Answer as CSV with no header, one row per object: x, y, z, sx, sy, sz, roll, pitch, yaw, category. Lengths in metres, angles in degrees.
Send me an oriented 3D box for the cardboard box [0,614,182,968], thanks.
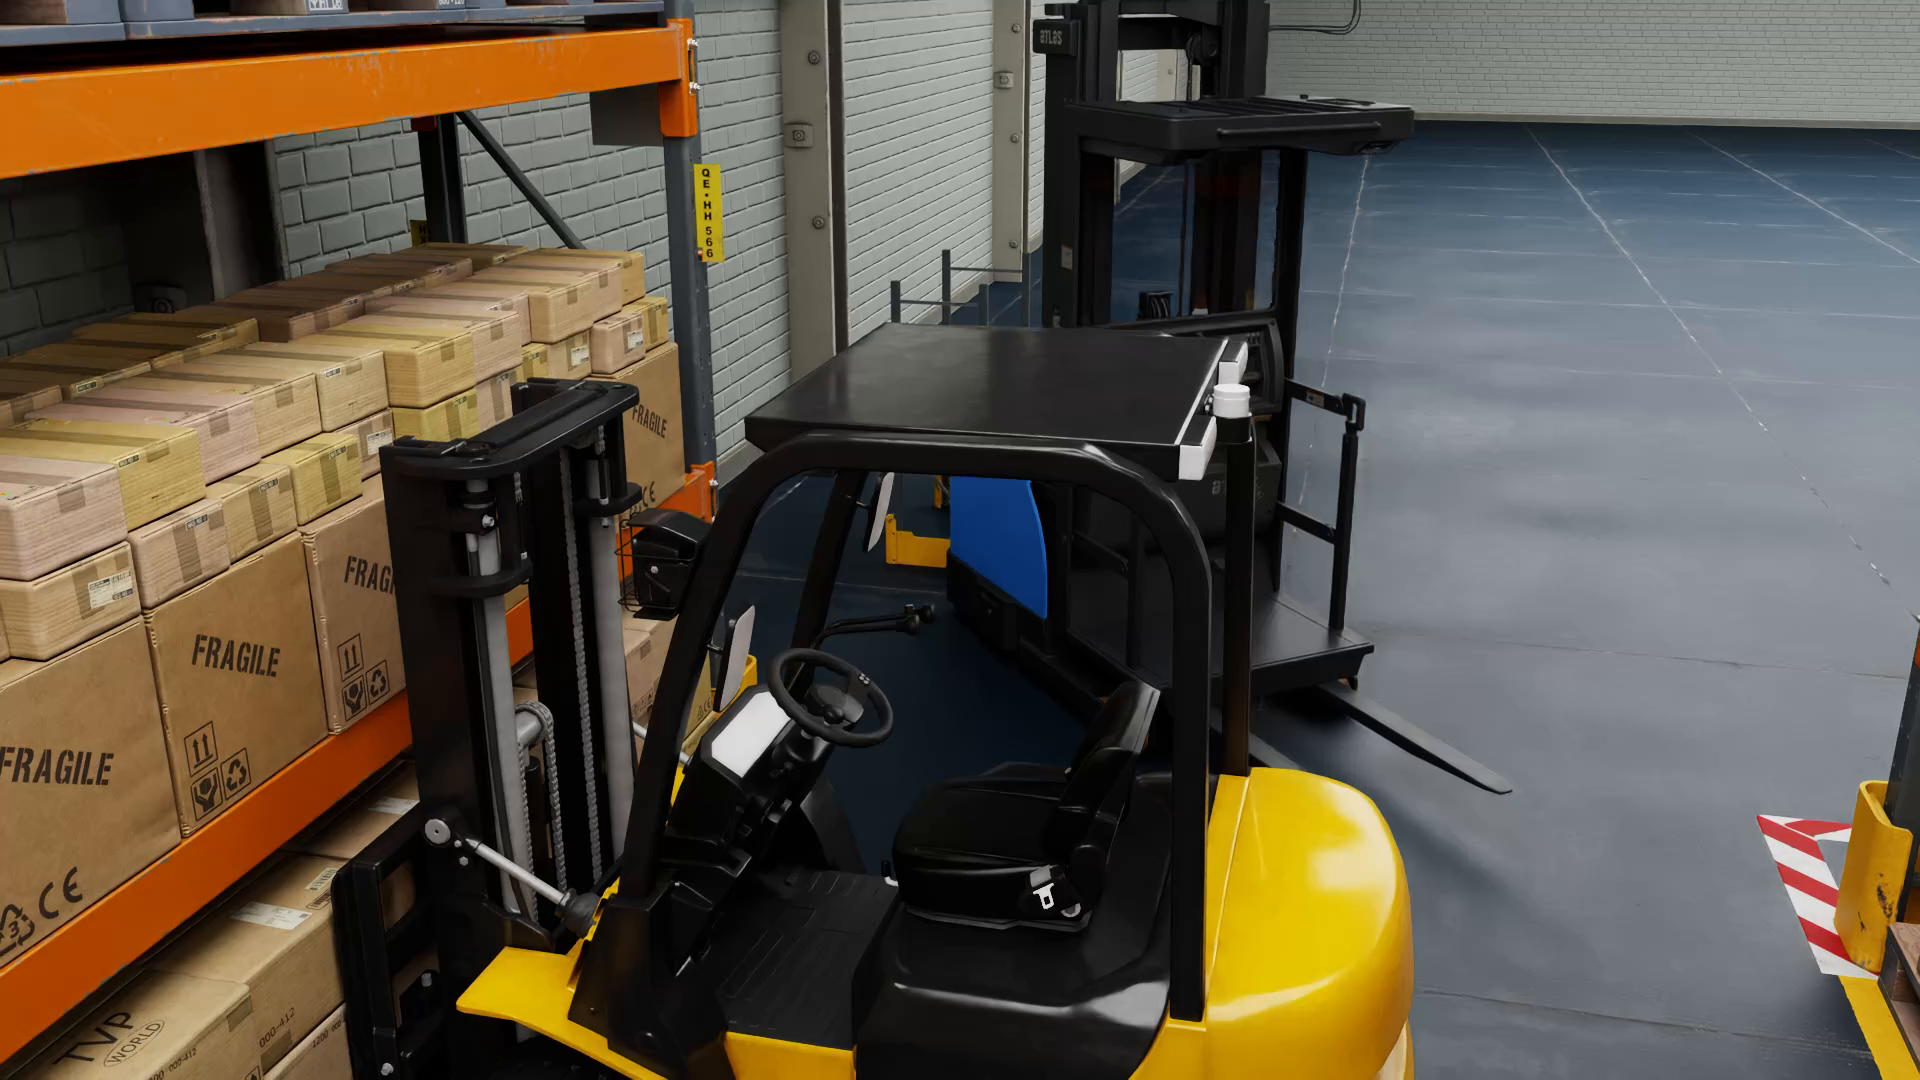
-1.878,0.434,3.121,0.500,0.500,0.500,5,19,14,cardboard box

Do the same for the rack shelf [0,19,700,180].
-1.862,-0.941,3.775,1.077,0.370,4.000,5,19,13,rack shelf

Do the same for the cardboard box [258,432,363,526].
-1.620,-0.152,3.834,0.380,0.149,0.250,4,19,12,cardboard box

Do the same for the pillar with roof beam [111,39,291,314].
1.757,-2.841,3.584,9.100,9.000,0.400,5,19,13,pillar with roof beam

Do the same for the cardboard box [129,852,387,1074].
-1.683,0.951,3.821,0.500,0.250,0.500,5,20,15,cardboard box

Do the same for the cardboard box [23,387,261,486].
-1.747,-0.217,3.564,0.380,0.149,0.250,5,19,13,cardboard box

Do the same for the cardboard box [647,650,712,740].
-1.189,0.554,5.756,0.500,0.250,0.500,4,19,13,cardboard box

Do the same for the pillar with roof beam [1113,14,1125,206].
6.155,-8.483,20.101,9.100,9.000,0.400,5,19,13,pillar with roof beam

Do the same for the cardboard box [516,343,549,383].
-1.414,-0.477,4.785,0.380,0.149,0.250,5,19,13,cardboard box

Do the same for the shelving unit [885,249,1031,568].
0.019,-0.734,9.015,0.587,1.500,1.083,5,19,13,shelving unit

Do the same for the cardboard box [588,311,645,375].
-1.220,-0.630,5.234,0.380,0.149,0.250,5,19,14,cardboard box

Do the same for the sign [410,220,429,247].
-1.910,-0.982,5.960,0.100,0.325,0.005,5,19,13,sign

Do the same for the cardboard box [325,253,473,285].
-1.788,-0.817,5.322,0.380,0.149,0.250,5,20,15,cardboard box

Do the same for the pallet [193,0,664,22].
-1.571,-1.647,4.866,1.003,0.211,1.213,5,19,13,pallet

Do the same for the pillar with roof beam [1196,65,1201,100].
9.087,-12.244,31.113,9.100,9.000,0.400,5,19,13,pillar with roof beam

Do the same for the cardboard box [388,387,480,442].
-1.476,-0.309,4.292,0.380,0.149,0.250,5,19,14,cardboard box

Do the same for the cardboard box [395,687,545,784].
-1.416,0.628,4.764,0.500,0.250,0.500,5,19,14,cardboard box

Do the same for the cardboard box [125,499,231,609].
-1.721,0.012,3.352,0.380,0.149,0.250,4,19,13,cardboard box

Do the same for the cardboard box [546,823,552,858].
-1.428,0.874,4.820,0.500,0.250,0.500,4,19,12,cardboard box

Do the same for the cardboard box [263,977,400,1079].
-1.678,1.188,3.898,0.500,0.250,0.500,4,19,13,cardboard box

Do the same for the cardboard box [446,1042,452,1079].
-1.548,1.261,4.459,0.500,0.250,0.500,5,20,15,cardboard box

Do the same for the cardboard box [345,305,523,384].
-1.413,-0.529,4.477,0.380,0.149,0.250,5,20,15,cardboard box

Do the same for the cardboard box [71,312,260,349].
-2.084,-0.497,4.384,0.380,0.149,0.250,4,19,12,cardboard box

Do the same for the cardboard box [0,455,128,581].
-1.792,-0.049,3.073,0.380,0.149,0.250,5,20,15,cardboard box

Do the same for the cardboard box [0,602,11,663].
-1.919,0.166,2.903,0.380,0.149,0.250,5,19,13,cardboard box

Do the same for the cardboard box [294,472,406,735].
-1.611,0.119,4.043,0.500,0.500,0.500,5,19,14,cardboard box

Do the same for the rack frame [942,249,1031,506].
0.145,-0.896,9.490,0.500,1.500,0.032,5,19,13,rack frame

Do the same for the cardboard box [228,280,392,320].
-1.885,-0.656,4.850,0.380,0.149,0.250,5,19,14,cardboard box

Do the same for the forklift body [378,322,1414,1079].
-0.067,0.651,3.955,2.313,2.155,1.214,5,19,13,forklift body

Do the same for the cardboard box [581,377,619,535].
-1.374,-0.200,4.977,0.500,0.500,0.500,5,20,15,cardboard box

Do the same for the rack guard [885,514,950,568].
-0.103,0.014,8.760,0.587,0.250,0.087,5,19,13,rack guard

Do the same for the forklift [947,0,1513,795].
1.019,-0.686,6.660,1.130,2.935,3.031,-9,21,-24,forklift

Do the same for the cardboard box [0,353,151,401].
-2.129,-0.330,3.895,0.380,0.149,0.250,5,20,15,cardboard box

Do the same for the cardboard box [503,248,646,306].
-1.256,-0.855,5.433,0.380,0.149,0.250,5,19,14,cardboard box

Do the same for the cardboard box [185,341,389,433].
-1.625,-0.374,4.024,0.380,0.149,0.250,5,19,14,cardboard box

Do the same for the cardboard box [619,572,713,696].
-1.183,0.309,5.699,0.500,0.250,0.500,5,20,15,cardboard box

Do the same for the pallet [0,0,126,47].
-2.167,-0.882,2.627,1.003,0.211,1.213,5,19,13,pallet

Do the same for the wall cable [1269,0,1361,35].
6.915,-11.934,35.008,3.097,2.526,0.112,5,19,13,wall cable

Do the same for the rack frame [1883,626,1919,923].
3.441,-0.098,4.835,1.000,3.000,0.127,5,19,13,rack frame

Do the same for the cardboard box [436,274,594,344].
-1.324,-0.691,4.953,0.380,0.149,0.250,5,20,15,cardboard box

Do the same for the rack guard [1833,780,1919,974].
3.423,1.108,5.169,1.175,0.500,0.348,5,19,13,rack guard
